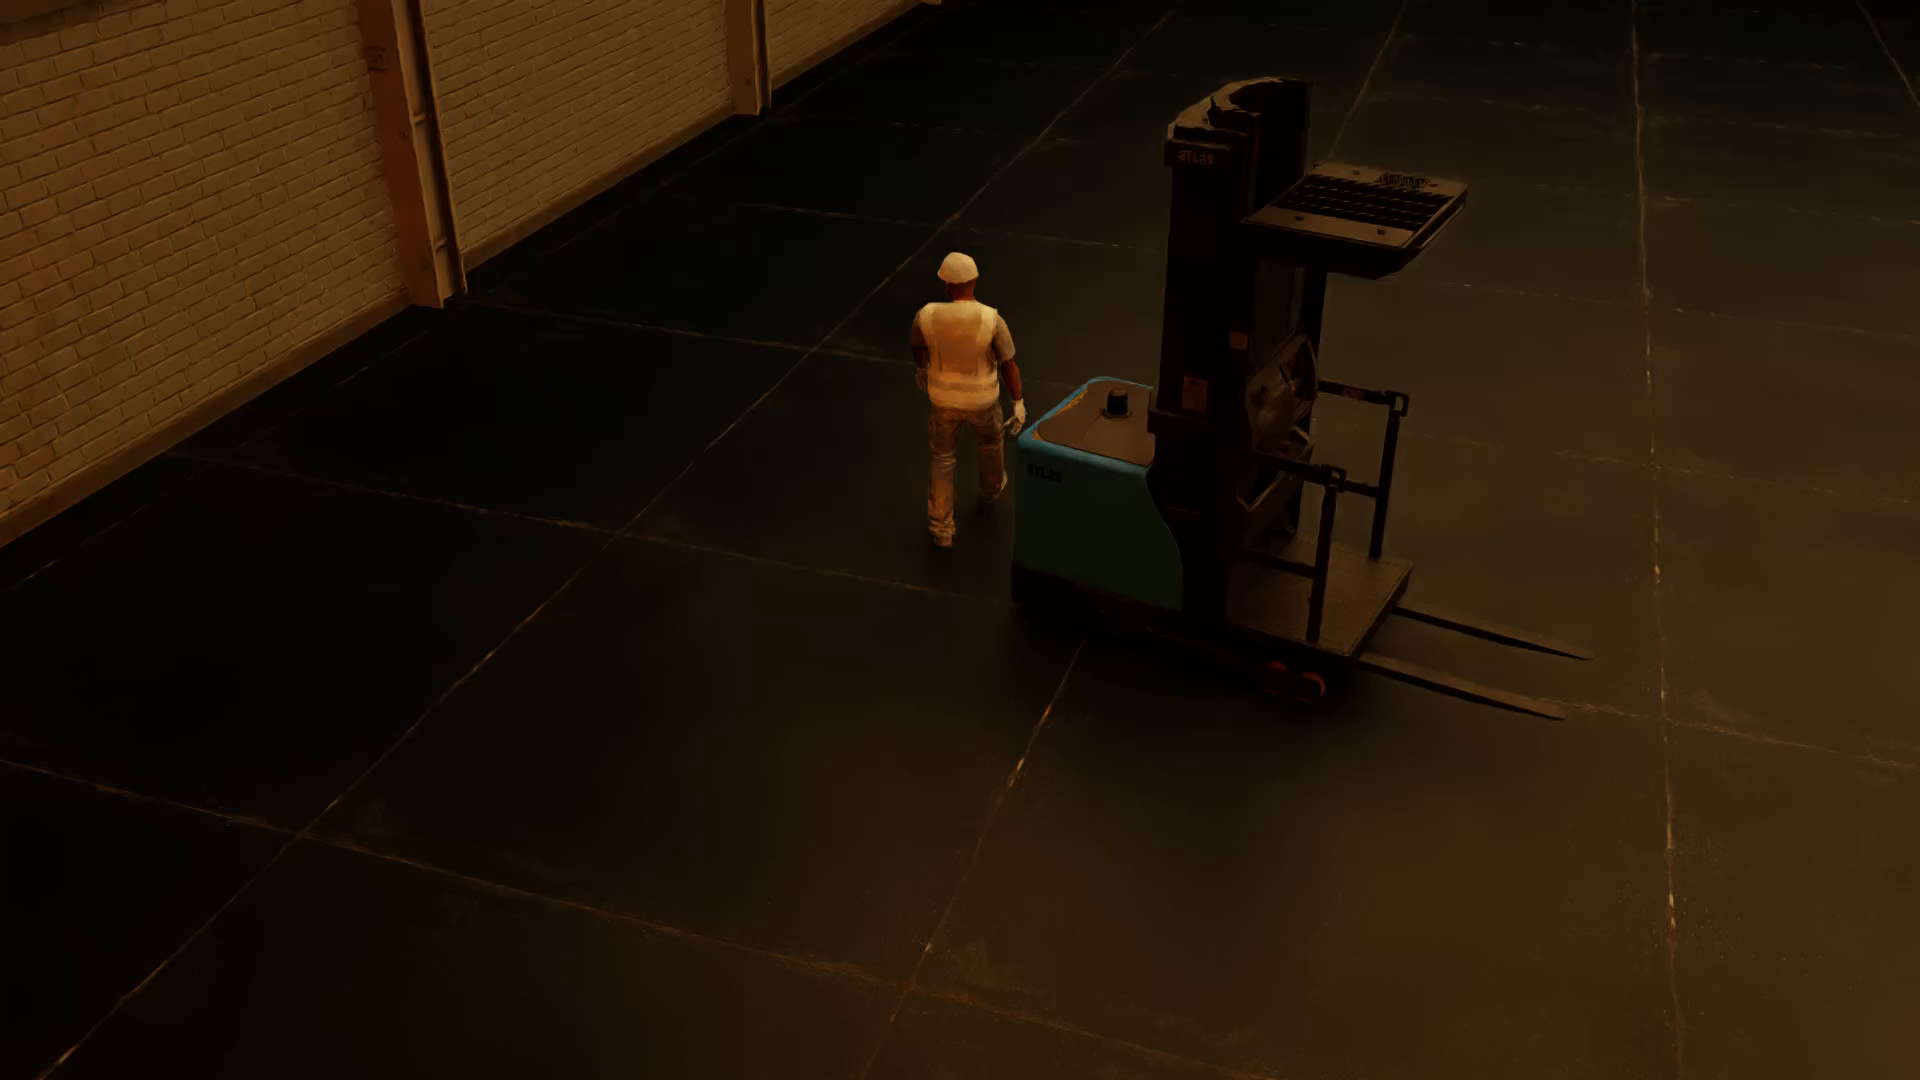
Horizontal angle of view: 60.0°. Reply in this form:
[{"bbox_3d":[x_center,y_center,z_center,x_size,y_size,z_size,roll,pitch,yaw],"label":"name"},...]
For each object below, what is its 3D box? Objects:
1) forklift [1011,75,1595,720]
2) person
[{"bbox_3d":[1.818,-0.728,8.414,3.031,2.935,1.130,16,33,26],"label":"forklift"},{"bbox_3d":[0.067,-0.917,9.950,0.723,1.738,0.872,5,30,8],"label":"person"}]
